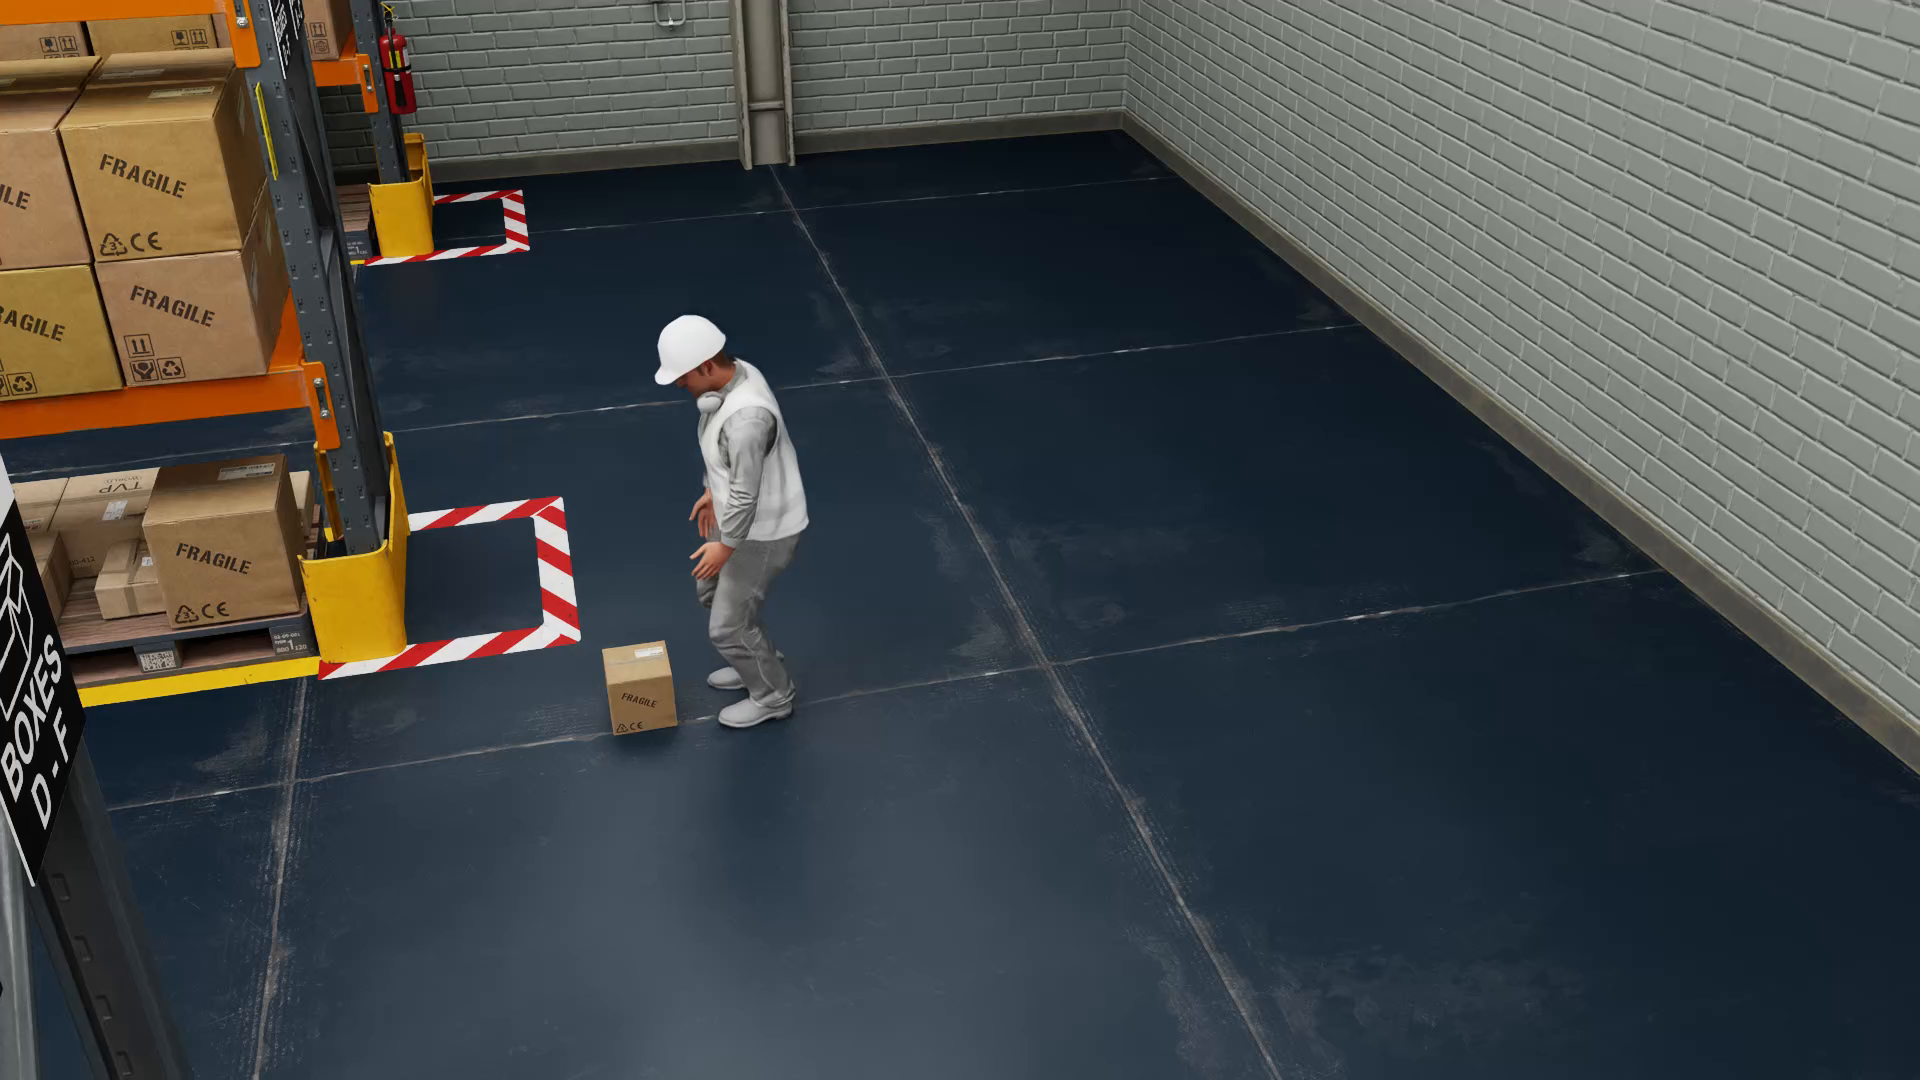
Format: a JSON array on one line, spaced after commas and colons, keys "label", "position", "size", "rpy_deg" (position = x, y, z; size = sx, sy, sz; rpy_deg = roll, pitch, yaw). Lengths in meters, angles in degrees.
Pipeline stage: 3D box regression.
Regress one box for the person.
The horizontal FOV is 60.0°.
[{"label": "person", "position": [-0.840, -0.069, 6.311], "size": [0.516, 1.695, 0.567], "rpy_deg": [-7, 31, -12]}]
